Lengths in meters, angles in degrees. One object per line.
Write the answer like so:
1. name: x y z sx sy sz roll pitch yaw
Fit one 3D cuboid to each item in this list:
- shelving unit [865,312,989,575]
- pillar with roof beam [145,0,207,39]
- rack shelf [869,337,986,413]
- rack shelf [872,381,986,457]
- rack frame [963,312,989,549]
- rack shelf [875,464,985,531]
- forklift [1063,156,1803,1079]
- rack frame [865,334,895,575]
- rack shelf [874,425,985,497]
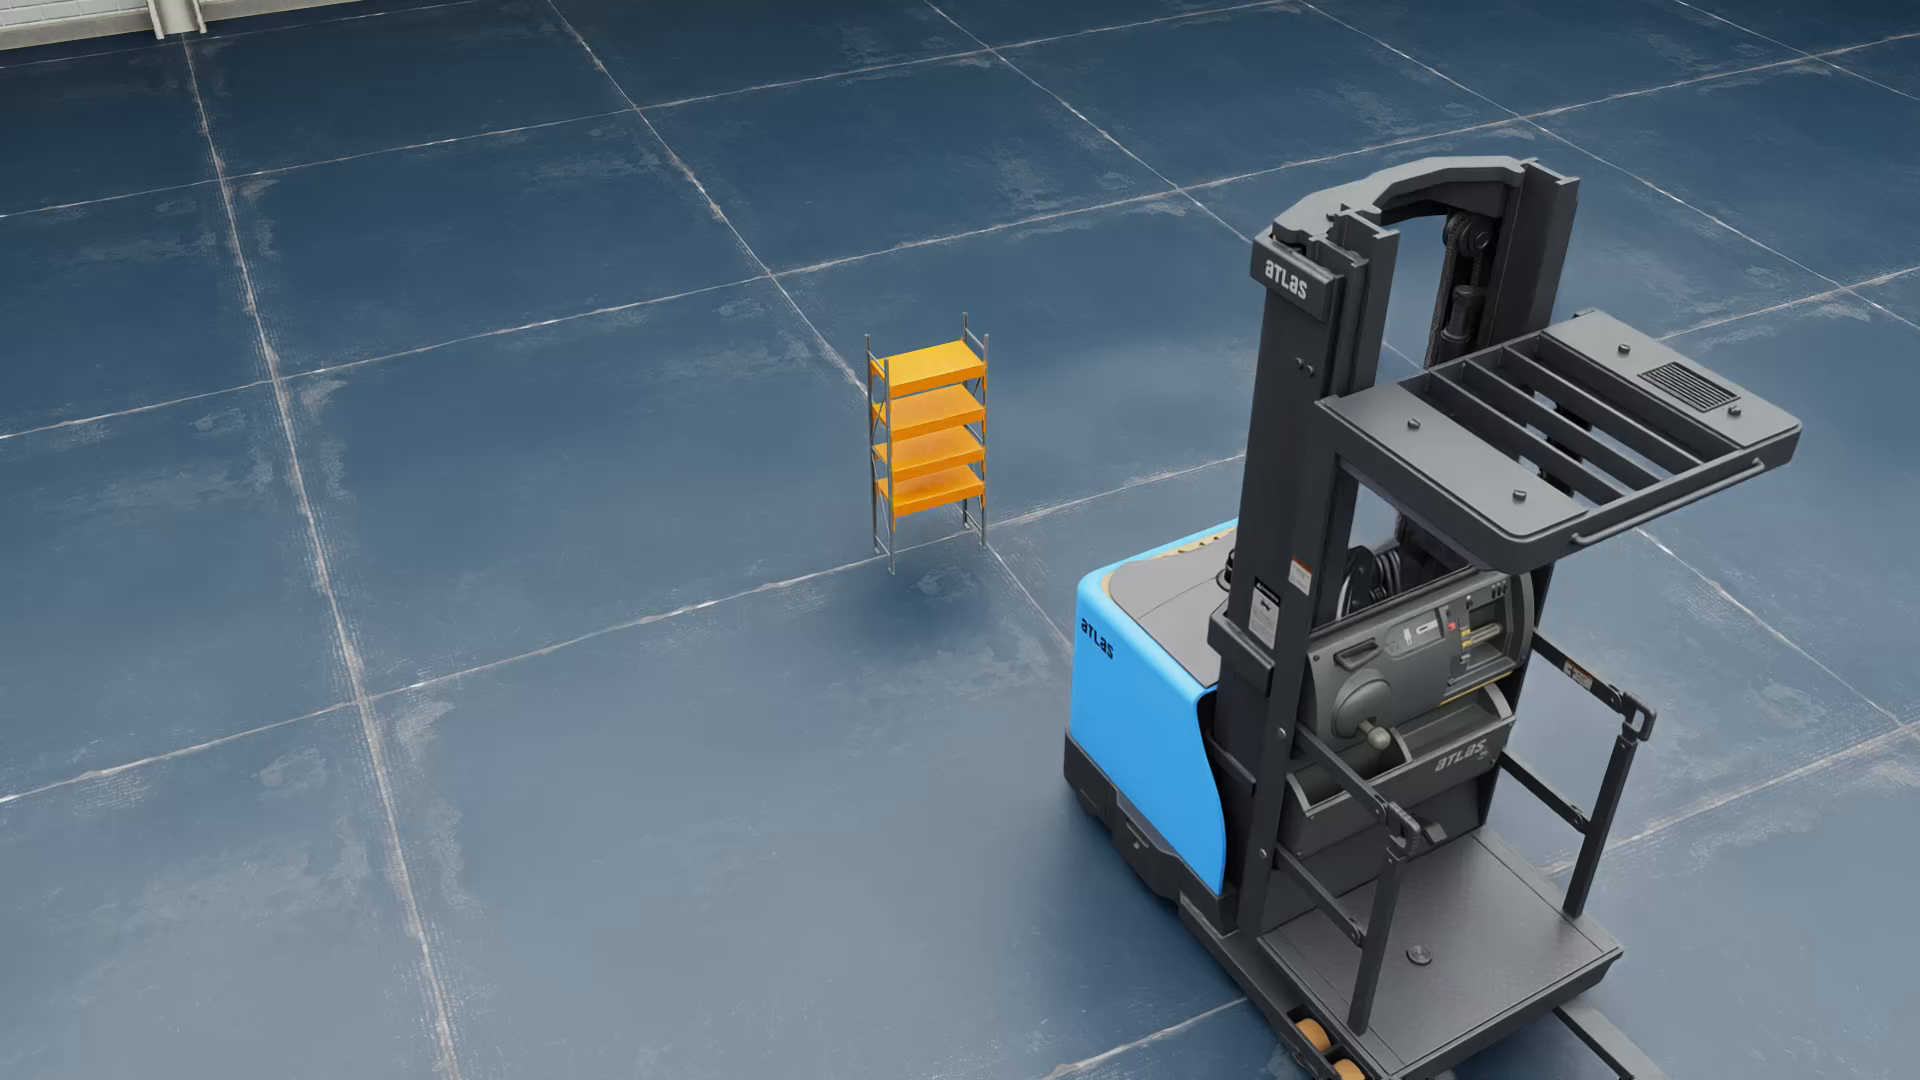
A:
1. shelving unit: -0.150 -0.440 7.836 0.503 1.200 0.258 -16 39 -20
2. pillar with roof beam: -4.764 -5.609 8.258 0.400 9.000 9.100 -16 39 -20
3. rack shelf: -0.150 -0.756 7.602 0.480 0.148 0.258 -16 39 -20
4. rack shelf: -0.150 -0.566 7.743 0.480 0.148 0.258 -16 39 -20
5. rack frame: 0.071 -0.502 7.919 0.015 1.200 0.240 -16 39 -20
6. rack shelf: -0.150 -0.226 7.994 0.480 0.148 0.258 -16 39 -20
7. forklift: 1.599 0.438 5.199 1.130 2.935 3.031 -19 41 -24
8. rack frame: -0.371 -0.378 7.753 0.015 1.200 0.240 -16 39 -20
9. rack shelf: -0.150 -0.386 7.876 0.480 0.148 0.258 -16 39 -20
